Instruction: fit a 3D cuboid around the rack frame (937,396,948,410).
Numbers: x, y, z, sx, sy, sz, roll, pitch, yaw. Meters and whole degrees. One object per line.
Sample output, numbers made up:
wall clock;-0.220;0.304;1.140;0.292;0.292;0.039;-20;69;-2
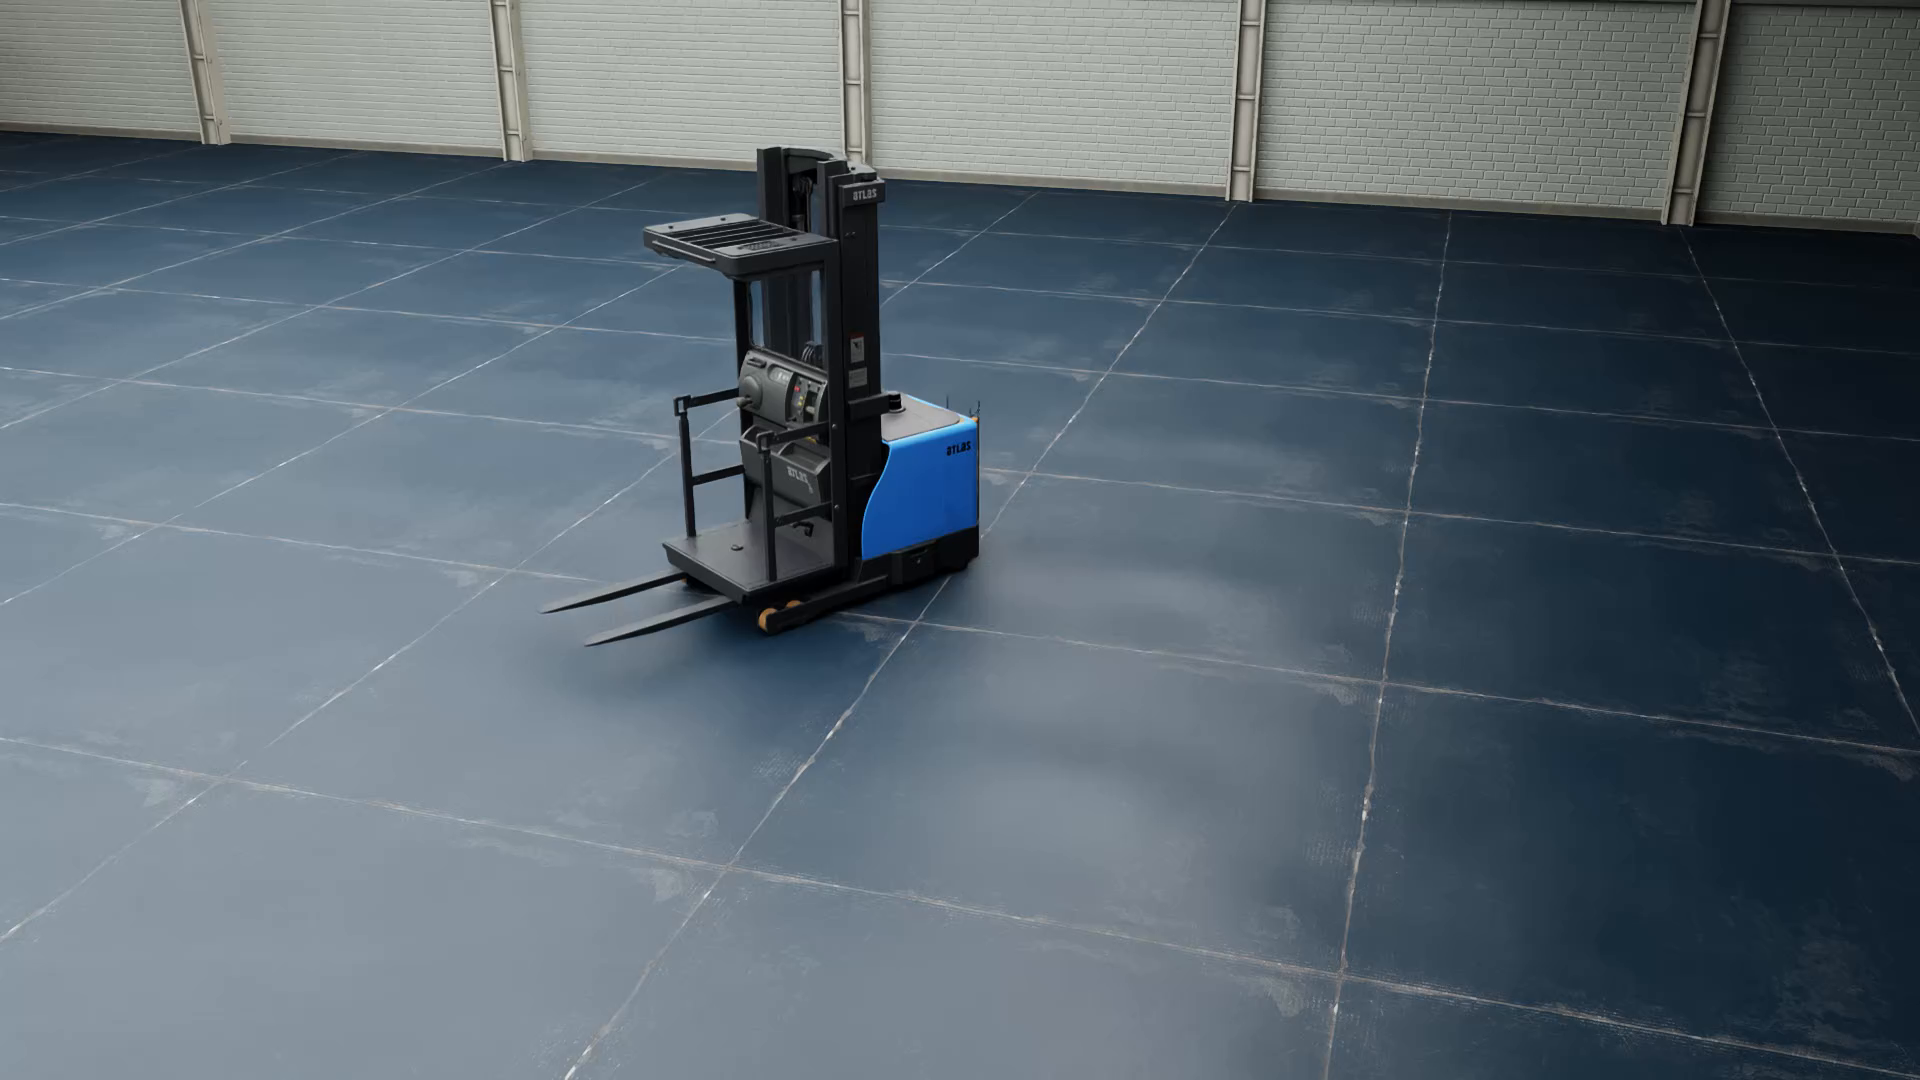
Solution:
rack frame;-0.124;-0.518;12.148;0.008;1.050;0.200;8;24;19

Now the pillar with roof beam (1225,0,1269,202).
pillar with roof beam;2.890;-7.623;18.997;0.400;9.000;9.100;7;23;16

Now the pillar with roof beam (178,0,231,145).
pillar with roof beam;-14.343;-9.596;23.807;0.400;9.000;9.100;7;23;16

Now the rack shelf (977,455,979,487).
rack shelf;-0.009;-0.492;12.113;0.240;0.259;0.215;8;24;19

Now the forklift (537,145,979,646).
forklift;-1.322;-0.972;10.778;3.031;2.935;1.130;-17;28;-36

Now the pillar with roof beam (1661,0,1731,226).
pillar with roof beam;8.634;-6.965;17.393;0.400;9.000;9.100;7;23;16

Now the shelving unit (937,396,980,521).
shelving unit;-0.009;-0.502;12.109;0.252;1.050;0.215;8;24;19

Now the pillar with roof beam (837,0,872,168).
pillar with roof beam;-2.855;-8.281;20.600;0.400;9.000;9.100;7;23;16

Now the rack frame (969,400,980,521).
rack frame;0.105;-0.486;12.071;0.008;1.050;0.200;8;24;19

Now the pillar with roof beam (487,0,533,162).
pillar with roof beam;-8.599;-8.939;22.204;0.400;9.000;9.100;7;23;16

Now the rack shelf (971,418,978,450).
rack shelf;-0.009;-0.754;12.006;0.240;0.259;0.215;8;24;19
